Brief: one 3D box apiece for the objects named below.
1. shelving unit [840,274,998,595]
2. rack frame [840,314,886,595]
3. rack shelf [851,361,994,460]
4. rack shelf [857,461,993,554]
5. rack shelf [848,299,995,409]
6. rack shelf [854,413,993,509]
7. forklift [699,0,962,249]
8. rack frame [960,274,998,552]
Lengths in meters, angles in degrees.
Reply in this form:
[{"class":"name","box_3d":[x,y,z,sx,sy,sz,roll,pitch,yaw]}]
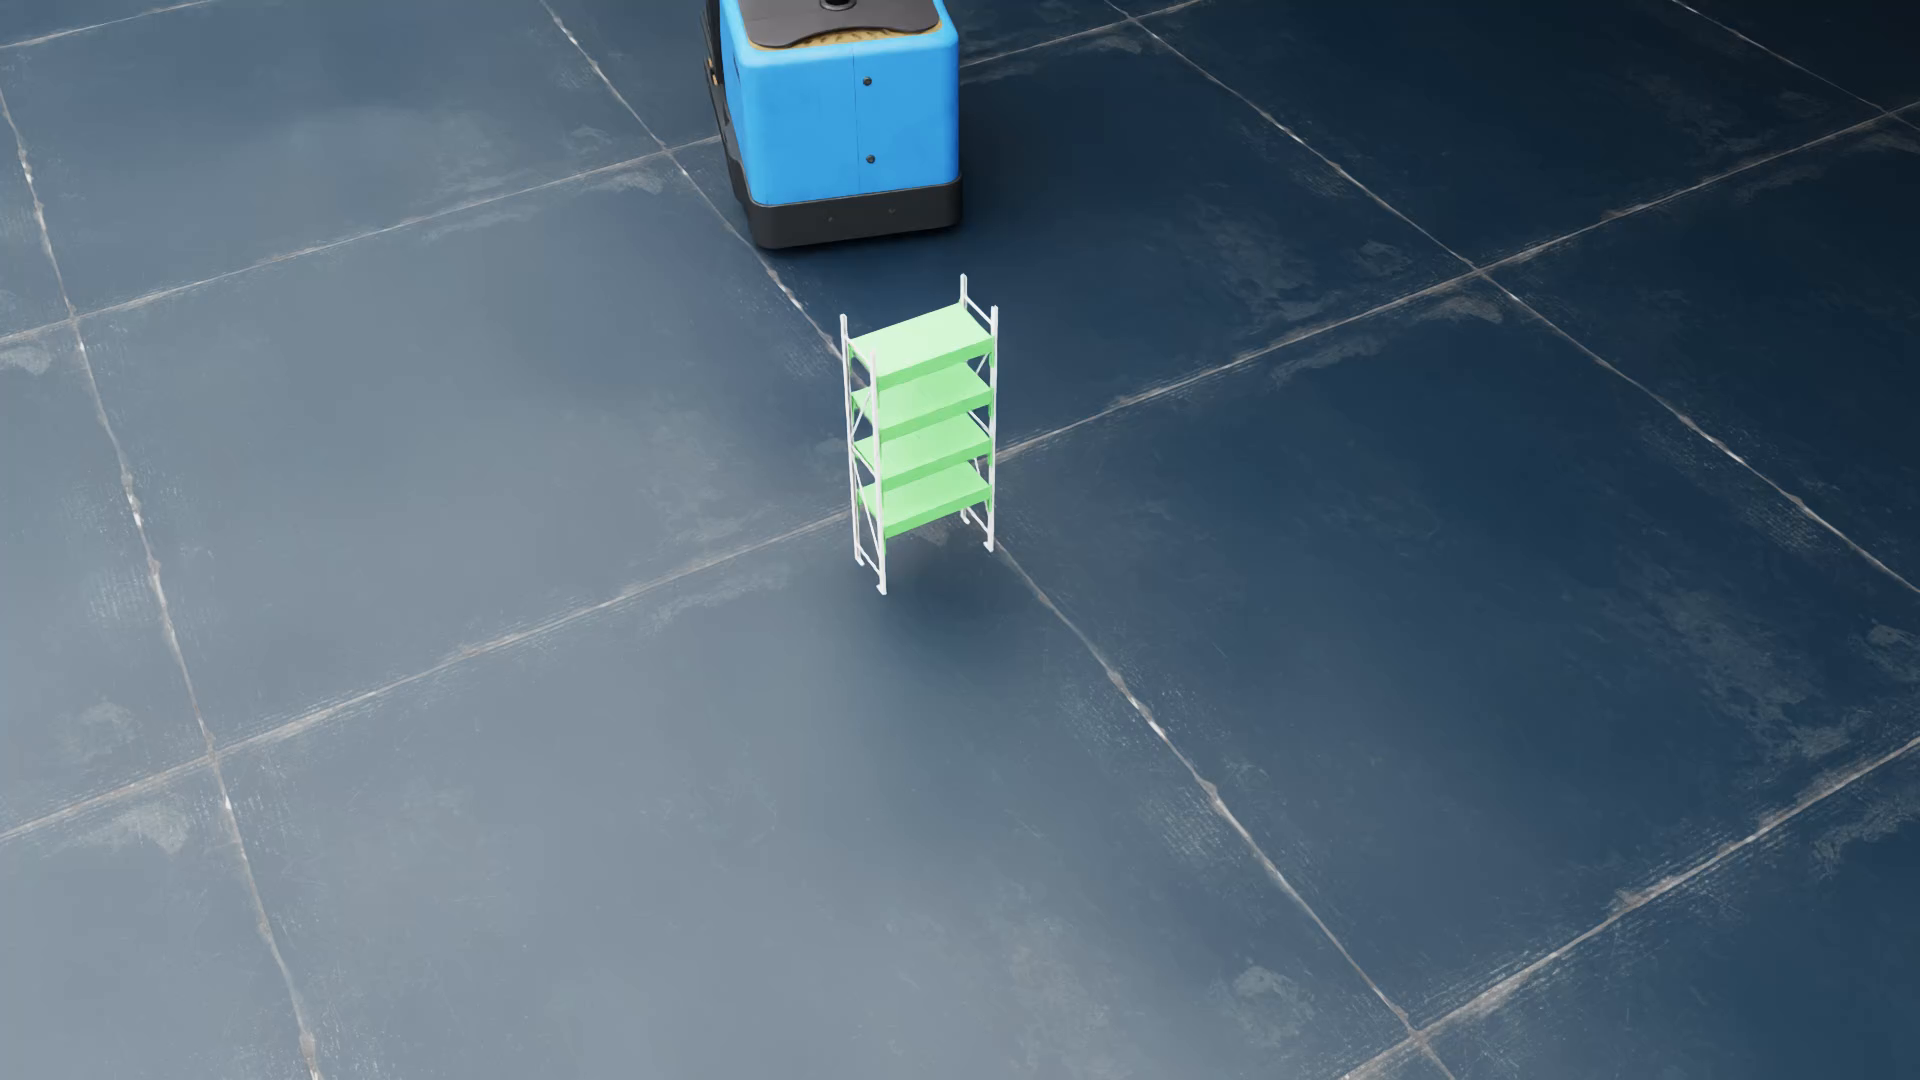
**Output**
[{"class":"shelving unit","box_3d":[-0.144,-0.373,6.273,0.503,1.200,0.258,-22,48,-21]},{"class":"rack frame","box_3d":[-0.355,-0.288,6.186,0.015,1.200,0.240,-22,48,-21]},{"class":"rack shelf","box_3d":[-0.144,-0.500,6.150,0.480,0.148,0.258,-22,48,-21]},{"class":"rack shelf","box_3d":[-0.144,-0.155,6.485,0.480,0.148,0.258,-22,48,-21]},{"class":"rack shelf","box_3d":[-0.144,-0.672,5.983,0.480,0.148,0.258,-22,48,-21]},{"class":"rack shelf","box_3d":[-0.144,-0.327,6.317,0.480,0.148,0.258,-22,48,-21]},{"class":"forklift","box_3d":[-0.821,-3.515,8.267,1.130,2.935,3.031,-9,45,-9]},{"class":"rack frame","box_3d":[0.068,-0.458,6.360,0.015,1.200,0.240,-22,48,-21]}]
